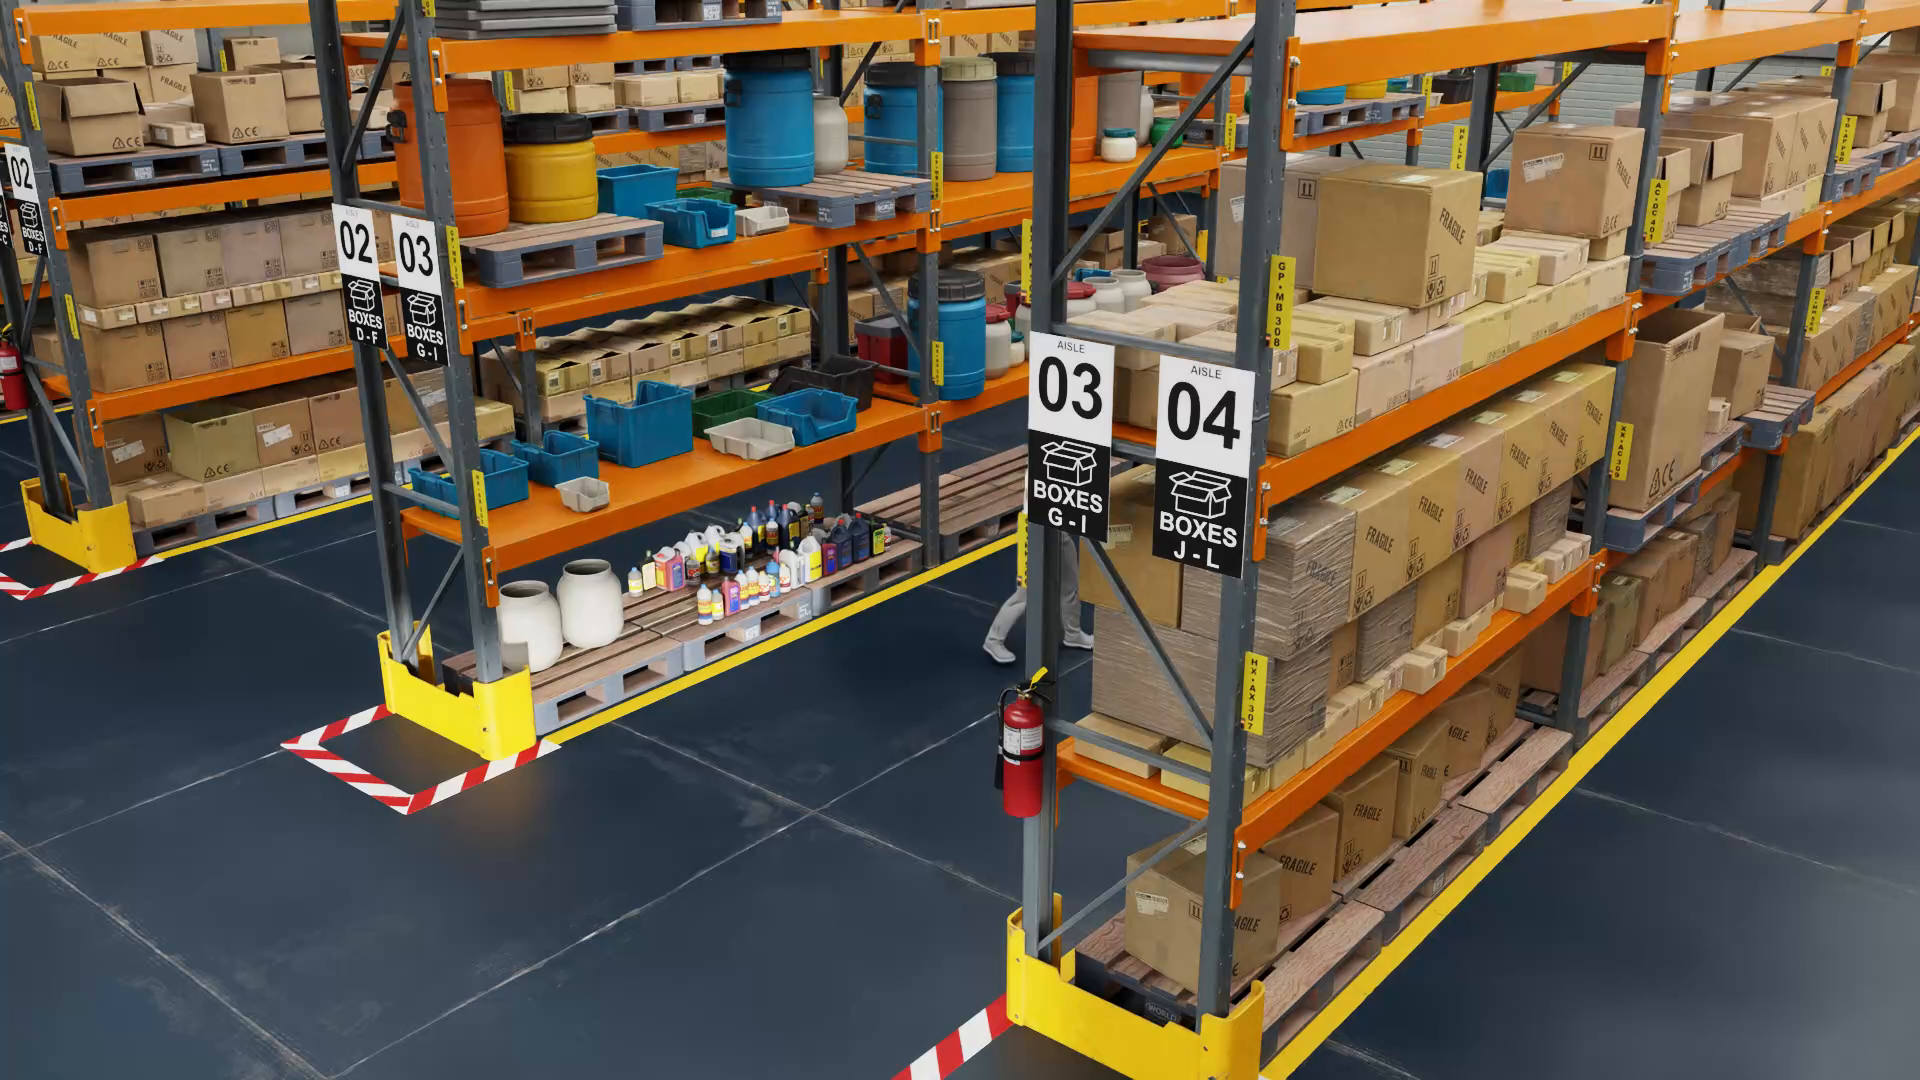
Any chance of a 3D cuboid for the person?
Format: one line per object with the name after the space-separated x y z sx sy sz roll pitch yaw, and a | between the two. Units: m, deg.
0.560 -0.002 11.048 0.715 1.651 0.635 9 22 23 | person
